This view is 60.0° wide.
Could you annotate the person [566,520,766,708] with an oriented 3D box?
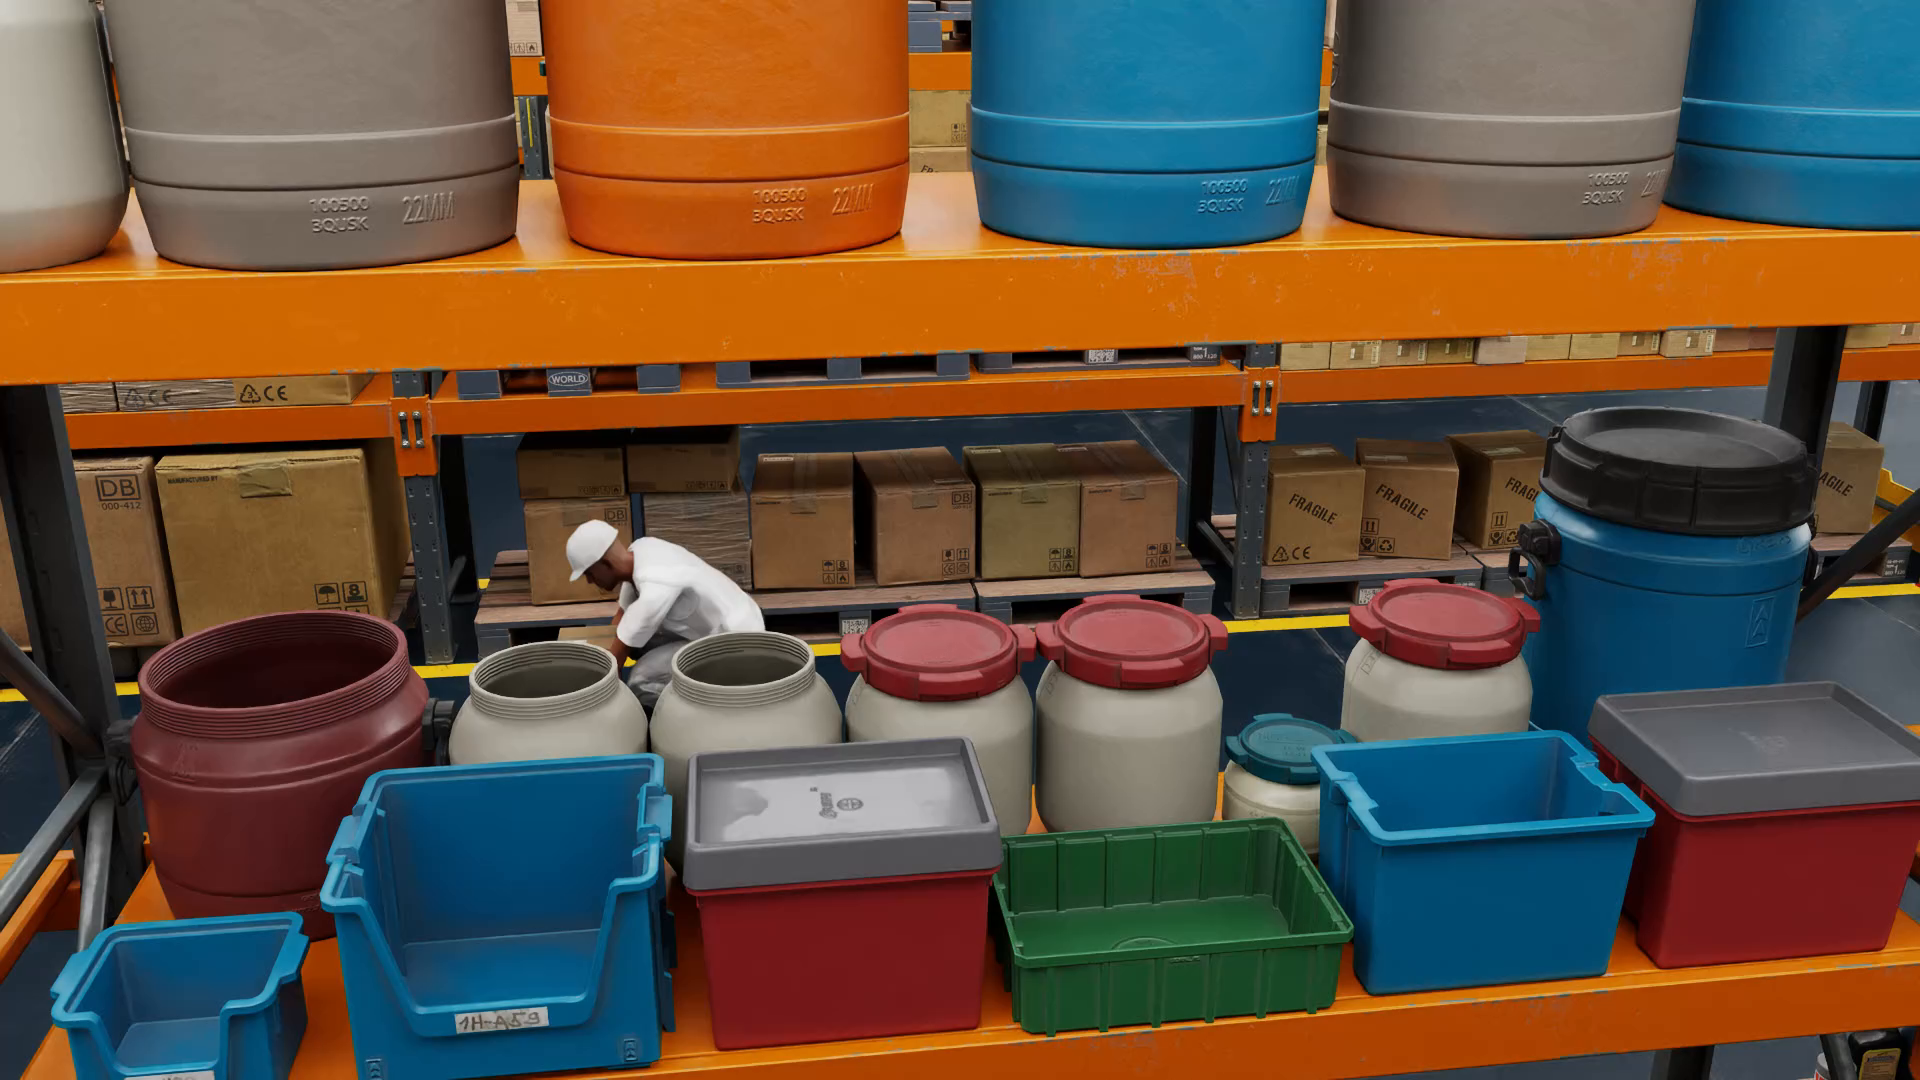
[{"bbox_3d":[-1.279,0.367,7.161,0.881,1.003,0.578,-3,20,-8],"label":"person"}]
